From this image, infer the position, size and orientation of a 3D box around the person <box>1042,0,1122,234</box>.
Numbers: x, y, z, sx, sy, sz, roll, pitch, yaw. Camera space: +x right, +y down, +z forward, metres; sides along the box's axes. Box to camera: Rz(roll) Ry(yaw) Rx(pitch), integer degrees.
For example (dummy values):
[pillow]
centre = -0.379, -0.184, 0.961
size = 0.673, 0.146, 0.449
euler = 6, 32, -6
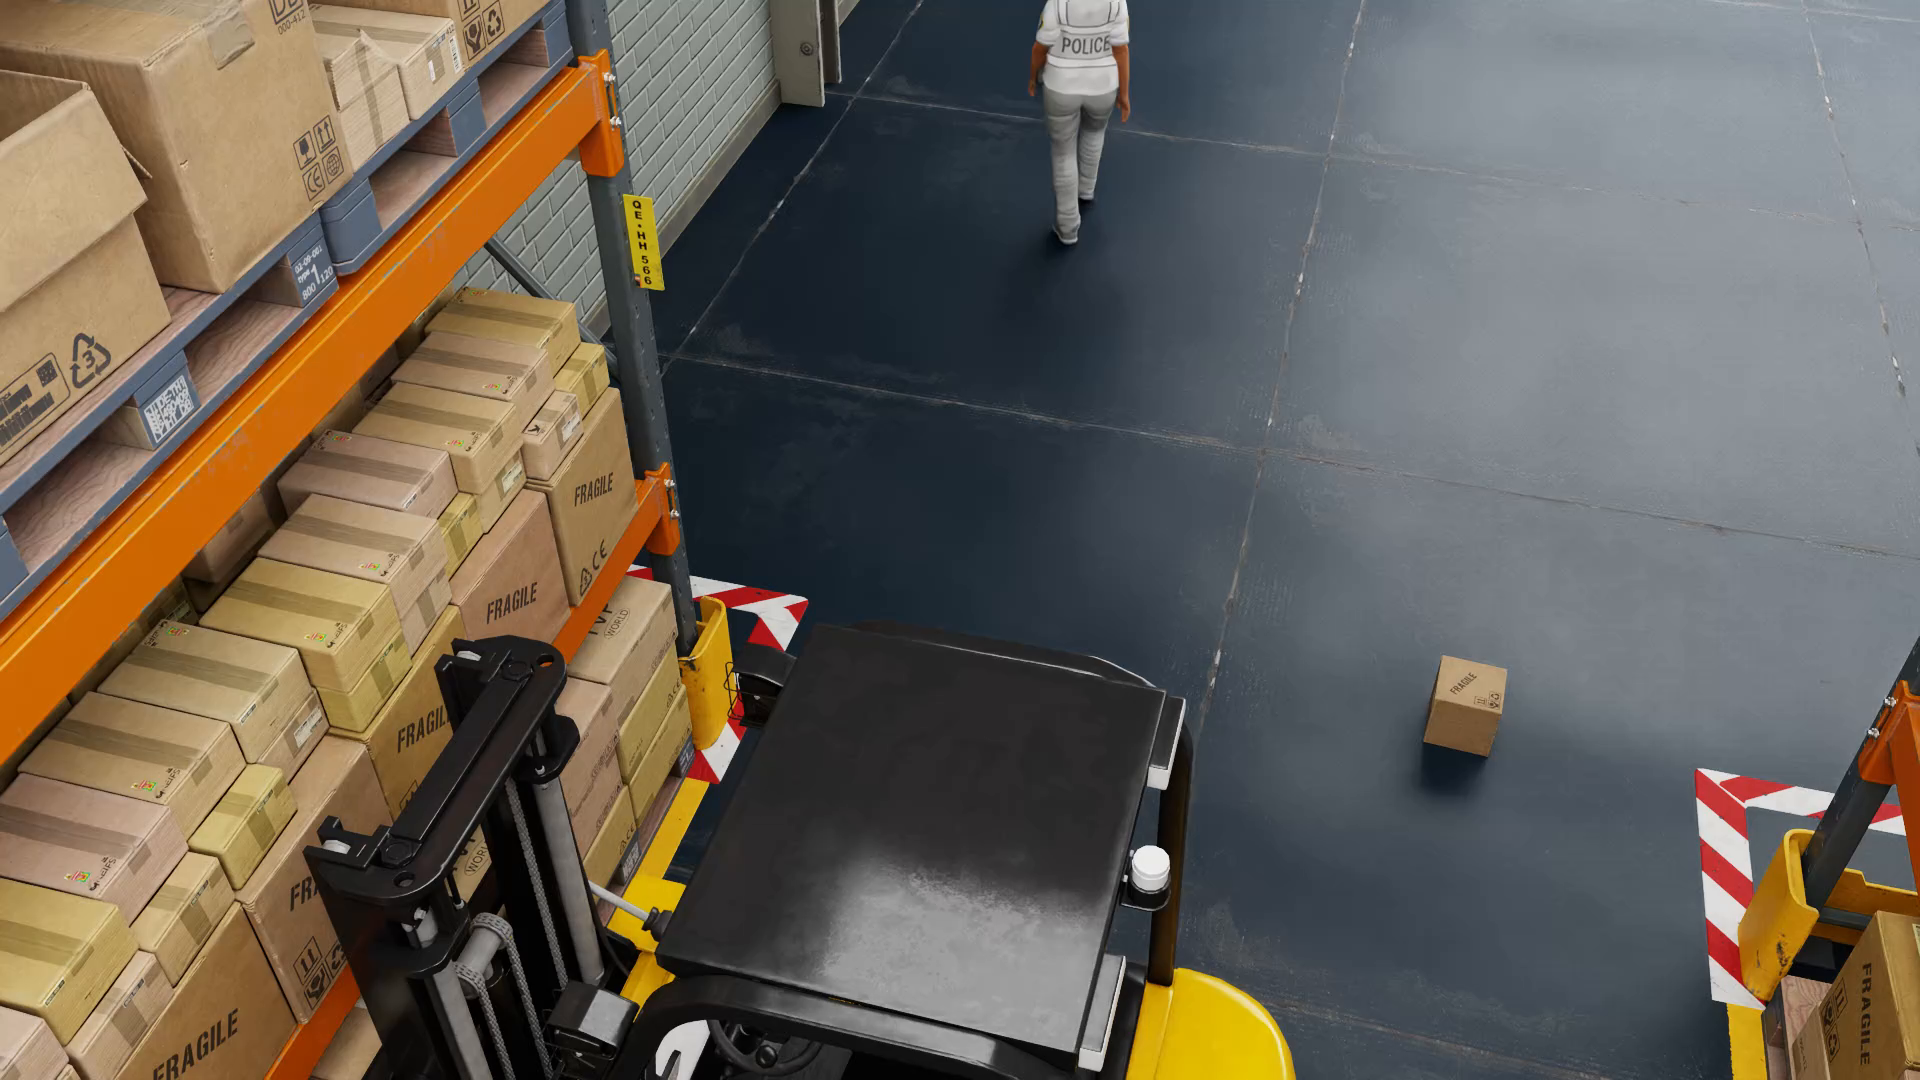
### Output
[person]
centre = 0.638, -2.376, 8.963
size = 0.428, 1.332, 0.585
euler = -7, 42, -8
